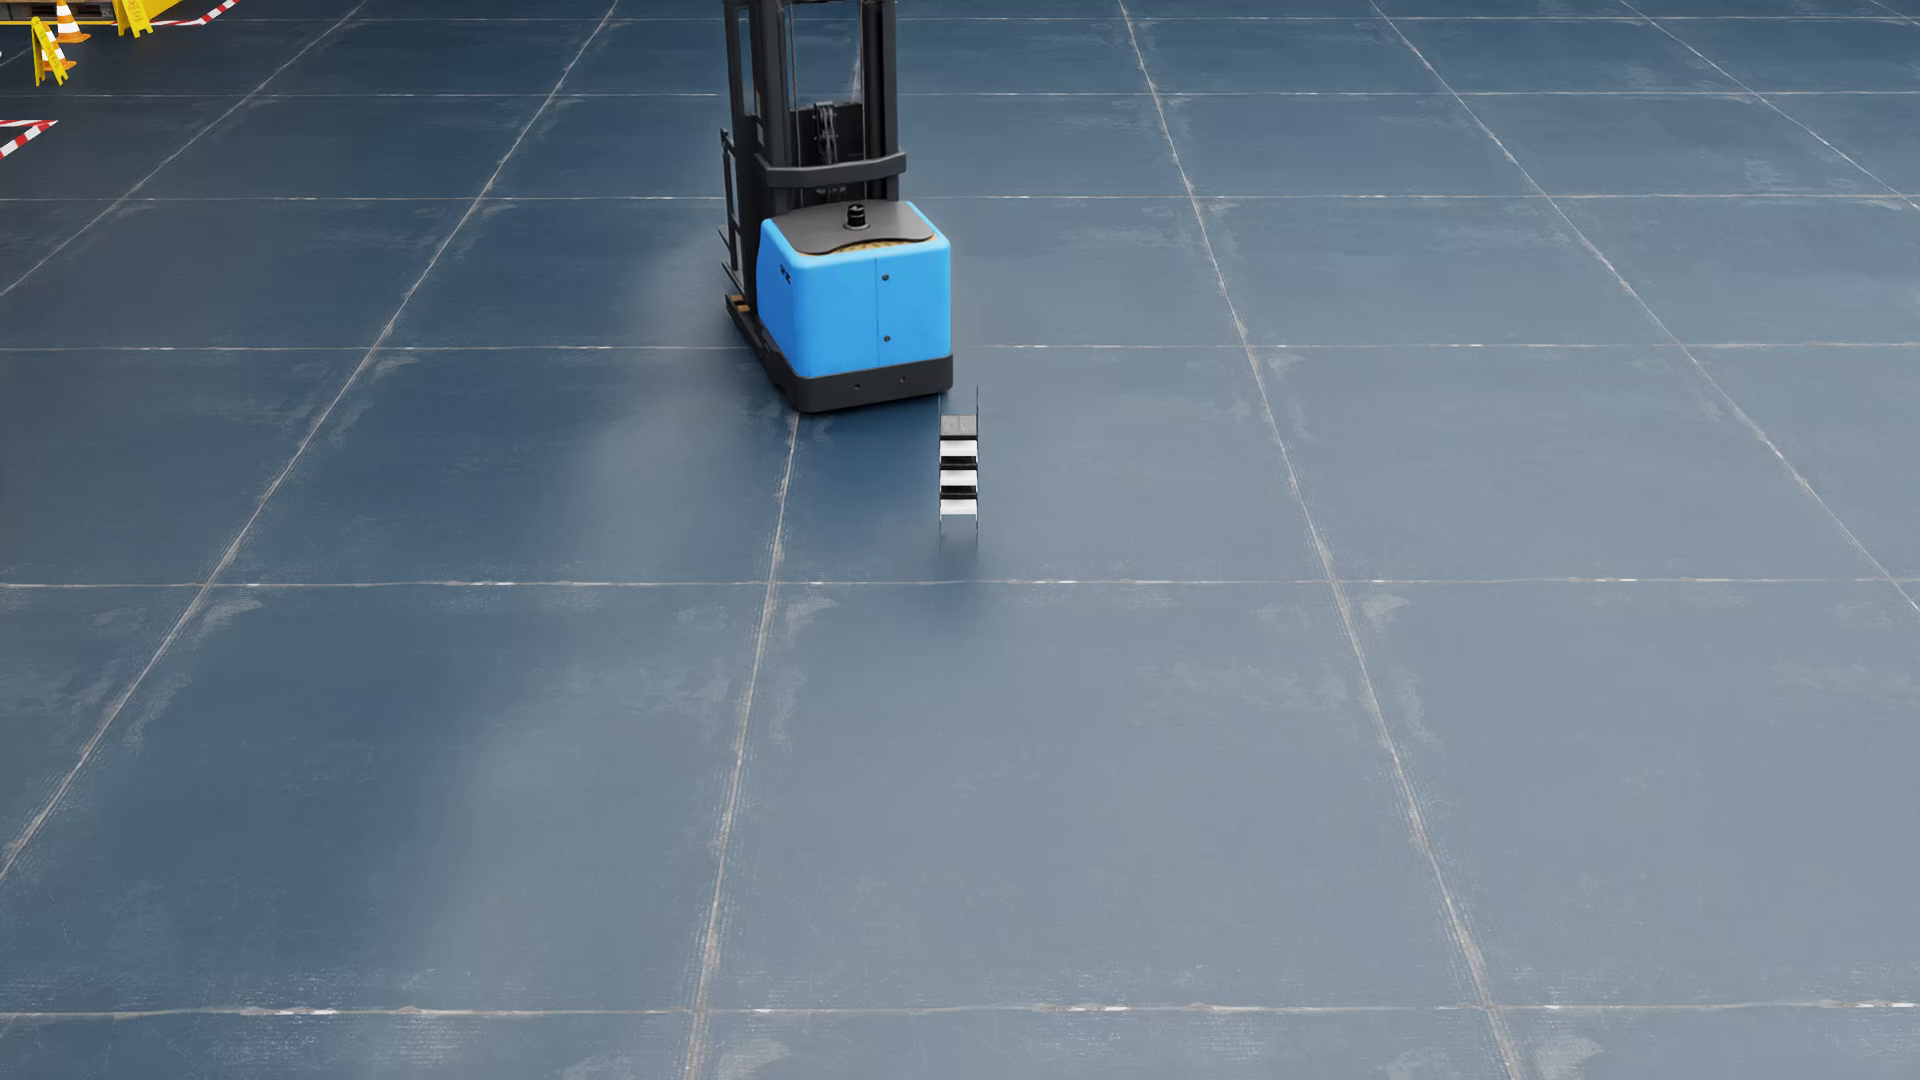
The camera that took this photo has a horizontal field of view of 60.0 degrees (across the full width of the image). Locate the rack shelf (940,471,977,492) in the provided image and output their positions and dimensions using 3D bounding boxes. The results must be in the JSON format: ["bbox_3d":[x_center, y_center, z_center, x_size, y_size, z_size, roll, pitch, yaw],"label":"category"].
[{"bbox_3d":[-0.008,-0.356,9.034,0.200,0.077,0.258,0,31,0],"label":"rack shelf"}]

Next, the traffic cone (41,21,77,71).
[{"bbox_3d":[-9.466,-5.155,17.300,0.334,0.463,0.336,0,31,0],"label":"traffic cone"}]

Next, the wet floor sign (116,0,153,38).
[{"bbox_3d":[-9.194,-5.924,18.391,0.232,0.644,0.267,10,33,17],"label":"wet floor sign"}]

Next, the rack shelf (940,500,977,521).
[{"bbox_3d":[-0.008,-0.202,9.127,0.200,0.077,0.258,0,31,0],"label":"rack shelf"}]

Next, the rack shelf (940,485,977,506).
[{"bbox_3d":[-0.008,-0.279,9.081,0.200,0.077,0.258,0,31,0],"label":"rack shelf"}]

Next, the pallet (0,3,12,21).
[{"bbox_3d":[-11.496,-6.306,19.439,1.213,0.211,1.003,0,31,0],"label":"pallet"}]

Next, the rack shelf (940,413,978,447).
[{"bbox_3d":[-0.008,-0.587,8.894,0.200,0.077,0.258,0,31,0],"label":"rack shelf"}]

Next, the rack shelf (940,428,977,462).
[{"bbox_3d":[-0.008,-0.510,8.940,0.200,0.077,0.258,0,31,0],"label":"rack shelf"}]

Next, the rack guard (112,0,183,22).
[{"bbox_3d":[-9.467,-6.416,19.342,0.348,0.500,1.175,0,31,0],"label":"rack guard"}]

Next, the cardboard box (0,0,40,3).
[{"bbox_3d":[-10.715,-6.349,19.068,0.500,0.250,0.500,0,31,0],"label":"cardboard box"}]

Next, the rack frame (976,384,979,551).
[{"bbox_3d":[0.094,-0.385,9.017,0.006,0.900,0.240,0,31,0],"label":"rack frame"}]

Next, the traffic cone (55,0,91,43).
[{"bbox_3d":[-9.813,-5.729,18.247,0.334,0.463,0.336,0,31,0],"label":"traffic cone"}]

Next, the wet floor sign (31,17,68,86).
[{"bbox_3d":[-9.243,-4.938,16.766,0.232,0.644,0.267,-5,32,-9],"label":"wet floor sign"}]

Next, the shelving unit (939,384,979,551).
[{"bbox_3d":[-0.008,-0.385,9.017,0.210,0.900,0.258,0,31,0],"label":"shelving unit"}]

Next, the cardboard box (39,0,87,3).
[{"bbox_3d":[-10.221,-6.346,19.064,0.500,0.250,0.500,0,31,-1],"label":"cardboard box"}]

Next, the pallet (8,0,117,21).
[{"bbox_3d":[-10.279,-6.308,19.443,1.213,0.211,1.003,0,31,0],"label":"pallet"}]

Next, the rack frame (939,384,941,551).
[{"bbox_3d":[-0.110,-0.384,9.016,0.006,0.900,0.240,0,31,0],"label":"rack frame"}]

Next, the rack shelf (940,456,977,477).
[{"bbox_3d":[-0.008,-0.433,8.987,0.200,0.077,0.258,0,31,0],"label":"rack shelf"}]

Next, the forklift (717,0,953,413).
[{"bbox_3d":[-1.027,-2.805,11.048,1.130,2.935,3.031,-11,33,-17],"label":"forklift"}]
